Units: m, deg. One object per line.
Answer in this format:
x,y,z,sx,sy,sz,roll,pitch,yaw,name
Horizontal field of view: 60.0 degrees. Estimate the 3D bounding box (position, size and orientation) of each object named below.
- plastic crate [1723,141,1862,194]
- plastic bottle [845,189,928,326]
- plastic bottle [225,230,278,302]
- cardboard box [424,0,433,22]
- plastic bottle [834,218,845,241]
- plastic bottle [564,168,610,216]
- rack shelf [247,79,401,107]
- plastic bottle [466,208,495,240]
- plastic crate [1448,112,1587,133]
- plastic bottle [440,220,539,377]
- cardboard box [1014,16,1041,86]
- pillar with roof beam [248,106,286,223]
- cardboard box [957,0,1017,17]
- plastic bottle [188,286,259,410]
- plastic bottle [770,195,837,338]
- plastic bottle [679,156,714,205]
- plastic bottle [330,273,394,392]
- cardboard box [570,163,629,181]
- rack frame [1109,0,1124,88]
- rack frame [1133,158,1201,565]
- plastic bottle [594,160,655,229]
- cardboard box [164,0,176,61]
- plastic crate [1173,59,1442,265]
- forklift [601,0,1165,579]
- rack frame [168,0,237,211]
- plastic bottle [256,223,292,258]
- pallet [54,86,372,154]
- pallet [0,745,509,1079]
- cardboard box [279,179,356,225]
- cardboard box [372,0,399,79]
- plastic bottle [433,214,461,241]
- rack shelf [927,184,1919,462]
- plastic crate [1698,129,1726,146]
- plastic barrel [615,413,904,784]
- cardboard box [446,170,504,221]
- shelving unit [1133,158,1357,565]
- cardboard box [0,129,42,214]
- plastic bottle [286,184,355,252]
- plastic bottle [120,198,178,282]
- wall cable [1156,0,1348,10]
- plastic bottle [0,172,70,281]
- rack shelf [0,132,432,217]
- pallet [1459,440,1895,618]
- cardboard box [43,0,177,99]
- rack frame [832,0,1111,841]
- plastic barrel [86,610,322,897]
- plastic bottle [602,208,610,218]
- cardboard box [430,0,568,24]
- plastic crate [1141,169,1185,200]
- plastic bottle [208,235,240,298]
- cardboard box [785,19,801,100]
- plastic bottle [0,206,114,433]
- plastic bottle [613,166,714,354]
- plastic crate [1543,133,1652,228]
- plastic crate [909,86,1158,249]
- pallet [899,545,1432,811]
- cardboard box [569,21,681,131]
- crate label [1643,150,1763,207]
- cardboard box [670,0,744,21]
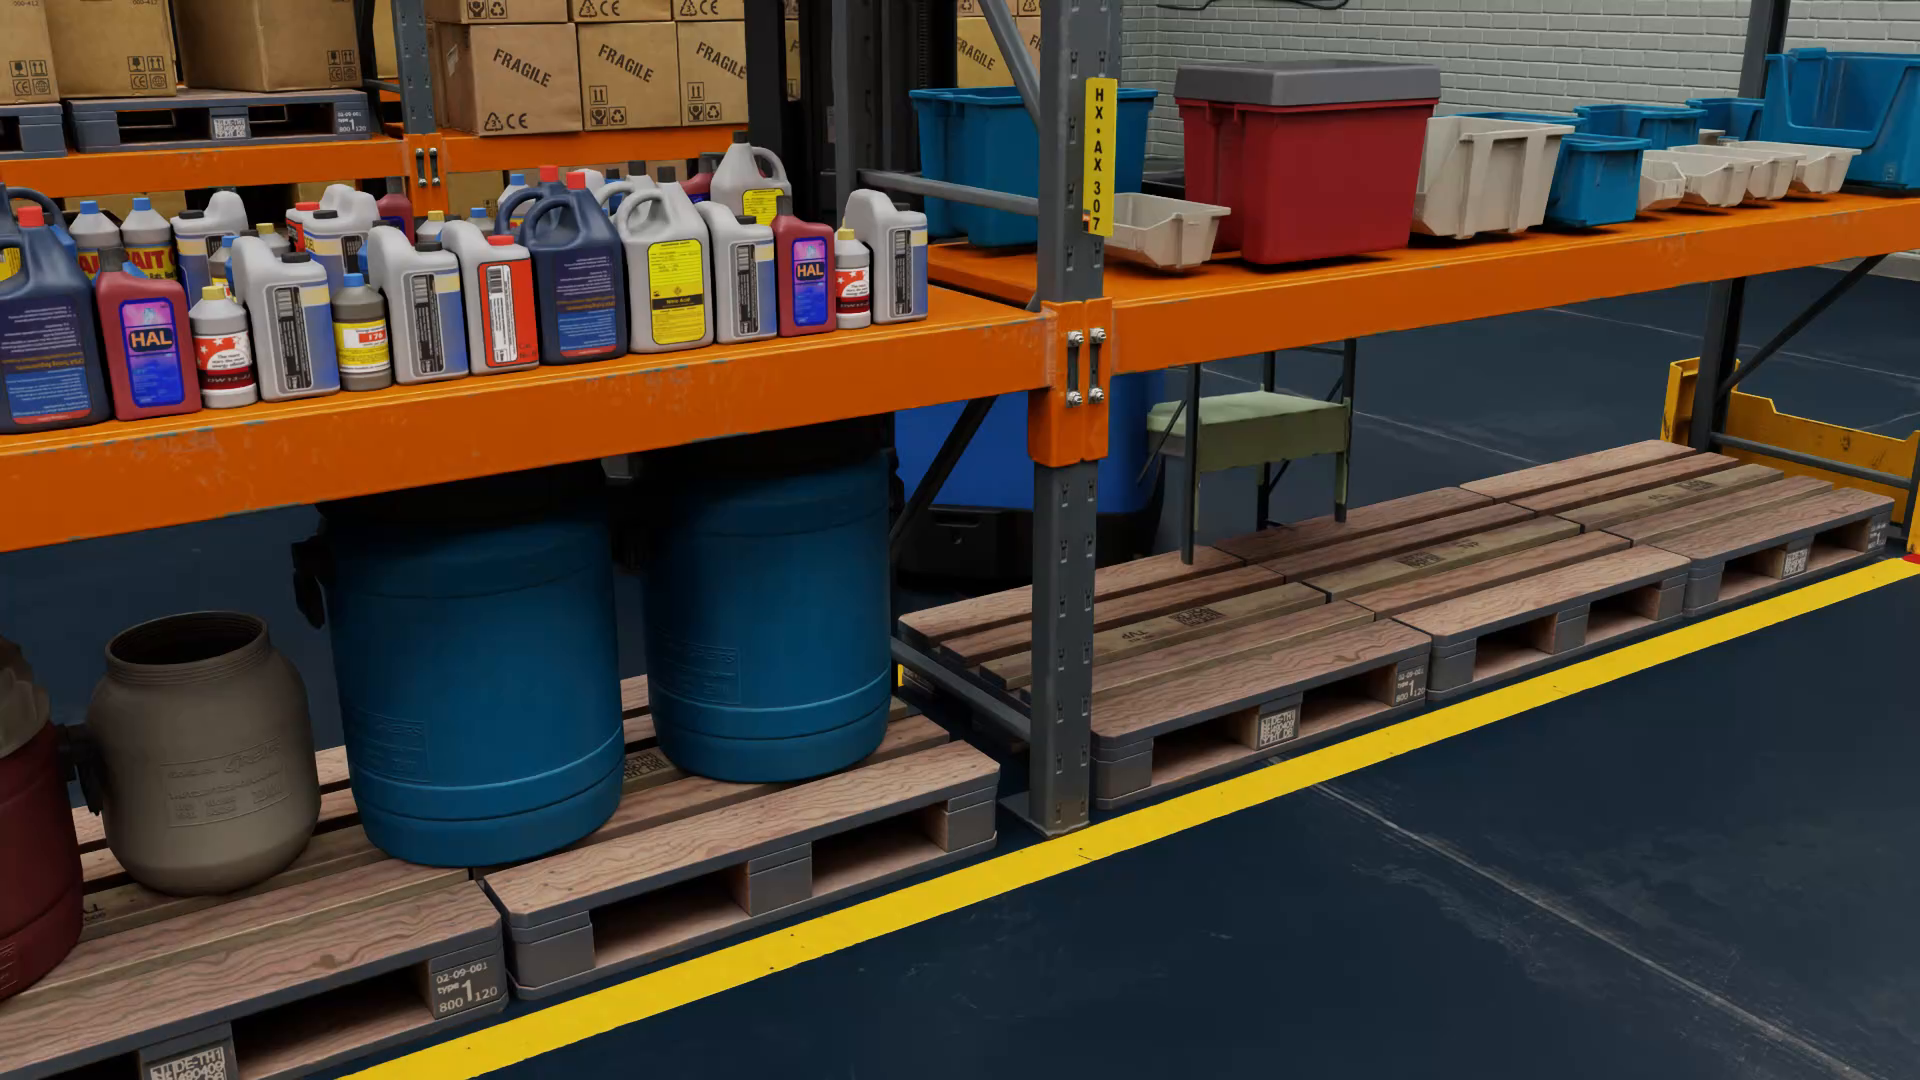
2.755,-1.245,5.563,0.243,0.136,0.396,-12,22,-31,plastic crate
-0.156,-0.615,3.573,0.135,0.276,0.152,-12,22,-31,plastic bottle
-1.272,-0.425,3.019,0.097,0.271,0.097,0,19,0,plastic bottle
-2.446,-2.834,8.228,0.500,0.500,0.500,-12,22,-31,cardboard box
-0.240,-0.609,3.674,0.097,0.201,0.097,0,19,0,plastic bottle
-0.906,-0.727,3.904,0.135,0.276,0.152,-12,22,-31,plastic bottle
-3.783,-3.491,13.010,4.000,0.370,1.077,-12,22,-31,rack shelf
-1.099,-0.661,3.826,0.097,0.201,0.097,0,19,0,plastic bottle
1.849,-1.296,5.562,0.300,0.233,0.416,-12,22,-31,plastic crate
-0.882,-0.462,3.120,0.135,0.276,0.152,-12,22,-31,plastic bottle
0.391,-2.755,9.555,0.500,0.500,0.500,-11,22,-30,cardboard box
-2.977,-5.524,8.535,0.400,9.000,9.100,-12,22,-31,pillar with roof beam
-0.027,-3.139,9.130,0.500,0.500,0.500,-11,22,-30,cardboard box
-1.270,-0.334,2.859,0.097,0.201,0.097,0,19,0,plastic bottle
-0.324,-0.565,3.415,0.133,0.283,0.061,-12,22,-31,plastic bottle
-0.657,-0.800,4.110,0.133,0.283,0.061,-12,22,-31,plastic bottle
-1.076,-0.375,2.980,0.097,0.201,0.097,0,19,0,plastic bottle
-3.060,-2.960,13.565,0.500,0.500,0.700,-12,22,-32,cardboard box
0.615,-2.860,10.020,0.127,3.000,1.000,-12,22,-31,rack frame
0.627,-0.562,5.371,0.023,1.500,0.400,-10,17,-35,rack frame
-0.672,-0.595,3.399,0.185,0.351,0.144,-12,22,-31,plastic bottle
-5.700,-3.528,11.346,0.500,0.500,0.500,-12,22,-32,cardboard box
0.879,-0.978,4.261,0.583,0.464,0.402,-12,22,-31,plastic crate
-0.777,-1.422,5.875,3.031,2.935,1.130,3,19,10,forklift
-5.453,-3.479,11.853,0.127,3.000,1.000,-12,22,-31,rack frame
-1.486,-0.579,3.585,0.097,0.201,0.097,0,19,0,plastic bottle
-3.453,-1.952,7.636,1.213,0.211,1.003,-12,22,-31,pallet
-1.692,0.833,3.453,1.213,0.211,1.003,-12,22,-31,pallet
-4.772,-2.598,12.494,0.500,0.500,0.700,-12,22,-31,cardboard box
-4.379,-3.840,12.450,0.700,0.700,0.980,-13,22,-33,cardboard box
-0.966,-0.489,3.210,0.097,0.271,0.097,0,19,0,plastic bottle
1.666,-0.841,5.172,4.000,0.370,1.077,-12,22,-31,rack shelf
2.635,-1.448,6.161,0.298,0.136,0.250,-12,22,-31,plastic crate
-0.468,0.057,4.013,0.708,0.901,0.600,-12,22,-31,plastic barrel
-3.921,-2.776,13.019,0.500,0.500,0.700,-11,22,-30,cardboard box
0.922,-0.612,5.583,0.755,1.500,0.431,-10,17,-35,shelving unit
-6.665,-2.353,11.223,0.750,0.750,0.750,-11,22,-30,cardboard box
-1.374,-0.628,3.612,0.135,0.276,0.152,-12,22,-31,plastic bottle
-1.680,-0.572,3.453,0.097,0.271,0.097,0,19,0,plastic bottle
2.808,-6.456,16.137,0.112,2.526,3.097,-12,22,-31,wall cable
-1.866,-0.561,3.298,0.185,0.351,0.144,-12,22,-31,plastic bottle
-4.396,-1.462,7.009,4.000,0.370,1.077,-12,22,-31,rack shelf
2.626,-0.078,6.146,1.213,0.211,1.003,-12,22,-31,pallet
-3.784,-2.240,7.374,0.500,0.500,0.700,-8,20,-23,cardboard box
-0.005,-0.829,4.015,0.127,3.000,1.000,-12,22,-31,rack frame
-1.580,0.442,3.483,0.421,0.512,0.421,0,19,0,plastic barrel
-0.822,-0.661,3.827,0.097,0.201,0.097,0,19,0,plastic bottle
-2.177,-2.684,7.782,0.500,0.500,0.500,-11,22,-30,cardboard box
0.783,-0.997,4.845,0.590,0.125,0.437,-12,22,-31,plastic crate
-1.484,-0.522,3.414,0.097,0.201,0.097,0,19,0,plastic bottle
-0.881,-2.488,8.764,0.500,0.500,0.500,-12,22,-32,cardboard box
-1.512,-0.363,2.711,0.185,0.351,0.144,-12,22,-31,plastic bottle
-0.592,-0.557,3.285,0.185,0.351,0.144,-12,22,-31,plastic bottle
1.762,-1.053,4.843,0.300,0.233,0.416,-12,22,-31,plastic crate
0.198,-1.024,4.521,0.575,0.384,0.392,-12,22,-31,plastic crate
0.588,0.352,4.875,1.213,0.211,1.003,-12,22,-31,pallet
-1.724,-2.310,8.239,0.500,0.500,0.500,-11,22,-30,cardboard box
2.286,-1.143,5.259,0.243,0.136,0.396,-12,22,-31,crate label
-1.317,-2.865,8.319,0.500,0.500,0.500,-13,22,-33,cardboard box
